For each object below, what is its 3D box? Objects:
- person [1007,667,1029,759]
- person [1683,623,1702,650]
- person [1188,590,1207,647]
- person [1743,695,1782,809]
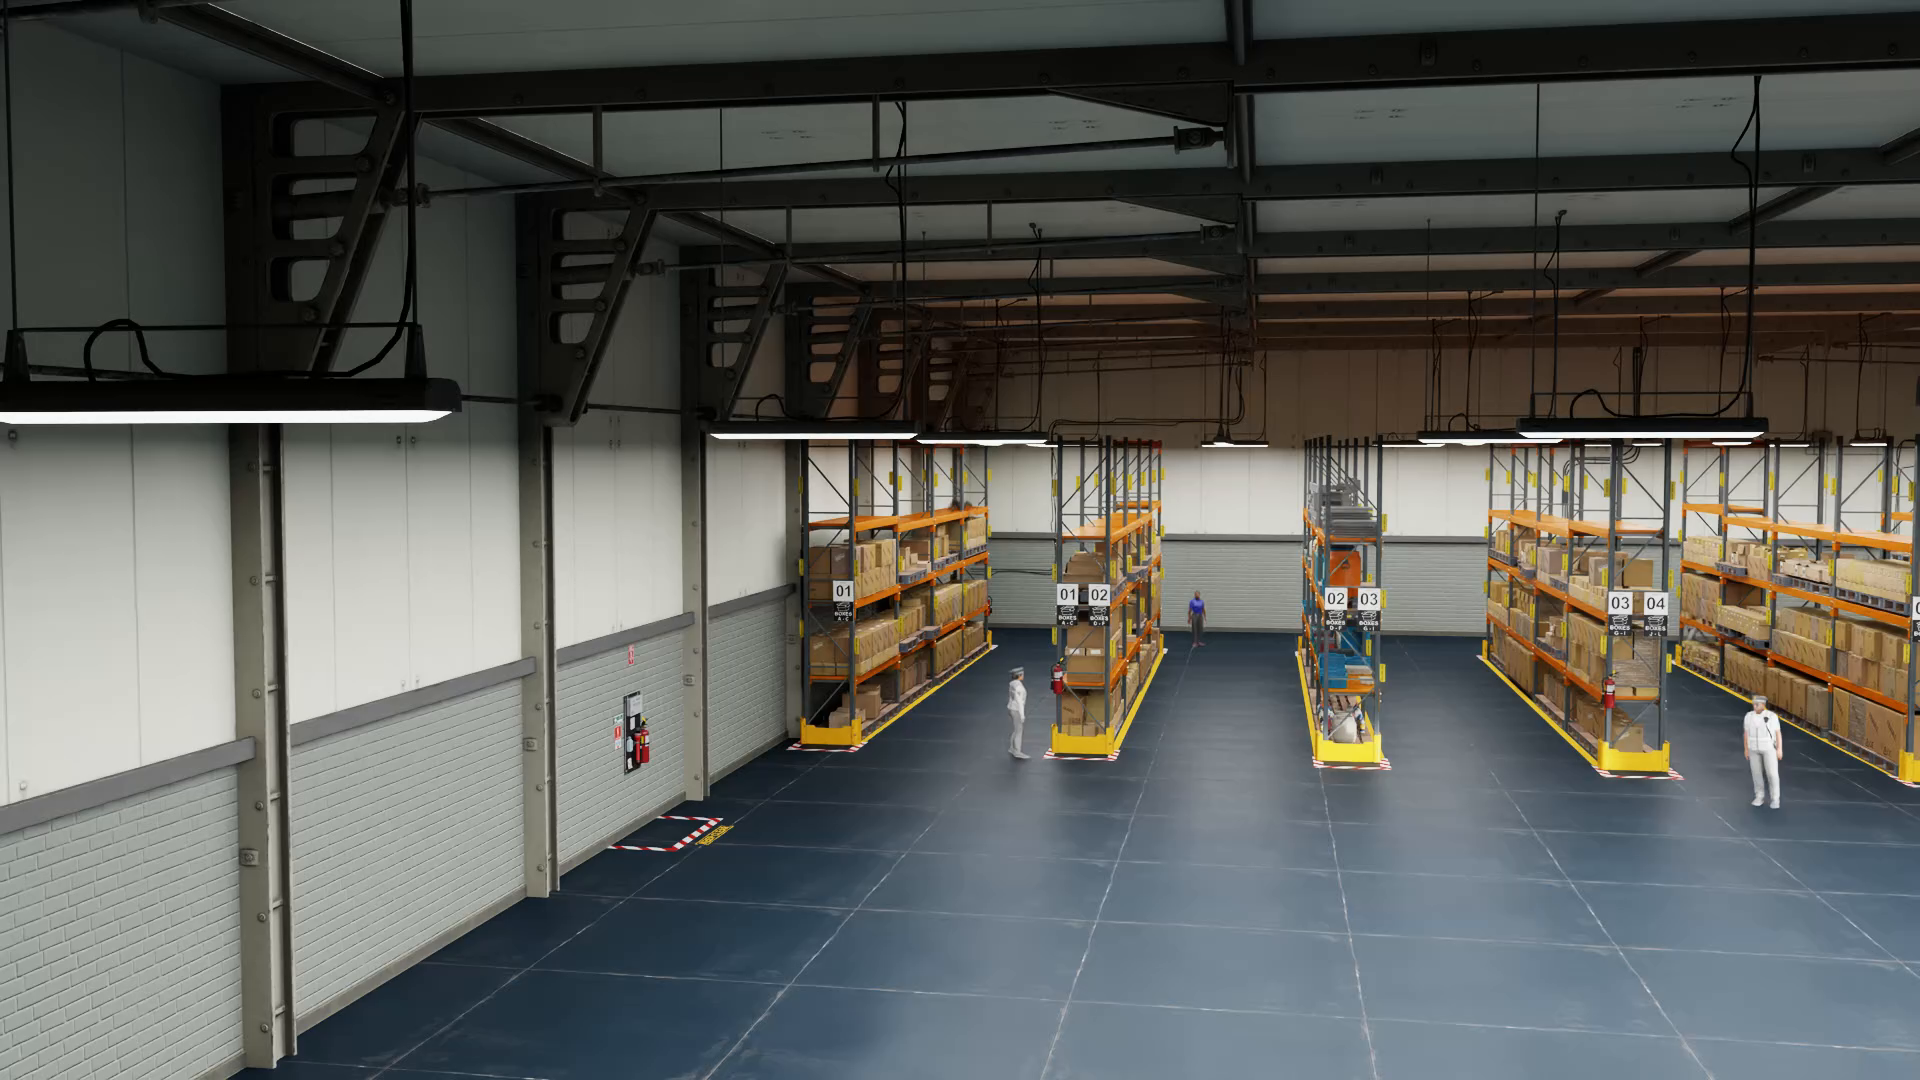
[{"bbox_3d":[1.078,3.241,31.015,0.361,1.747,0.573,-1,3,-15],"label":"person"},{"bbox_3d":[20.138,2.445,45.903,0.958,1.545,0.456,-1,3,-13],"label":"person"},{"bbox_3d":[6.905,2.288,48.483,0.565,1.674,0.398,-1,3,-14],"label":"person"},{"bbox_3d":[12.935,3.410,26.826,0.610,1.811,0.415,3,4,44],"label":"person"}]
